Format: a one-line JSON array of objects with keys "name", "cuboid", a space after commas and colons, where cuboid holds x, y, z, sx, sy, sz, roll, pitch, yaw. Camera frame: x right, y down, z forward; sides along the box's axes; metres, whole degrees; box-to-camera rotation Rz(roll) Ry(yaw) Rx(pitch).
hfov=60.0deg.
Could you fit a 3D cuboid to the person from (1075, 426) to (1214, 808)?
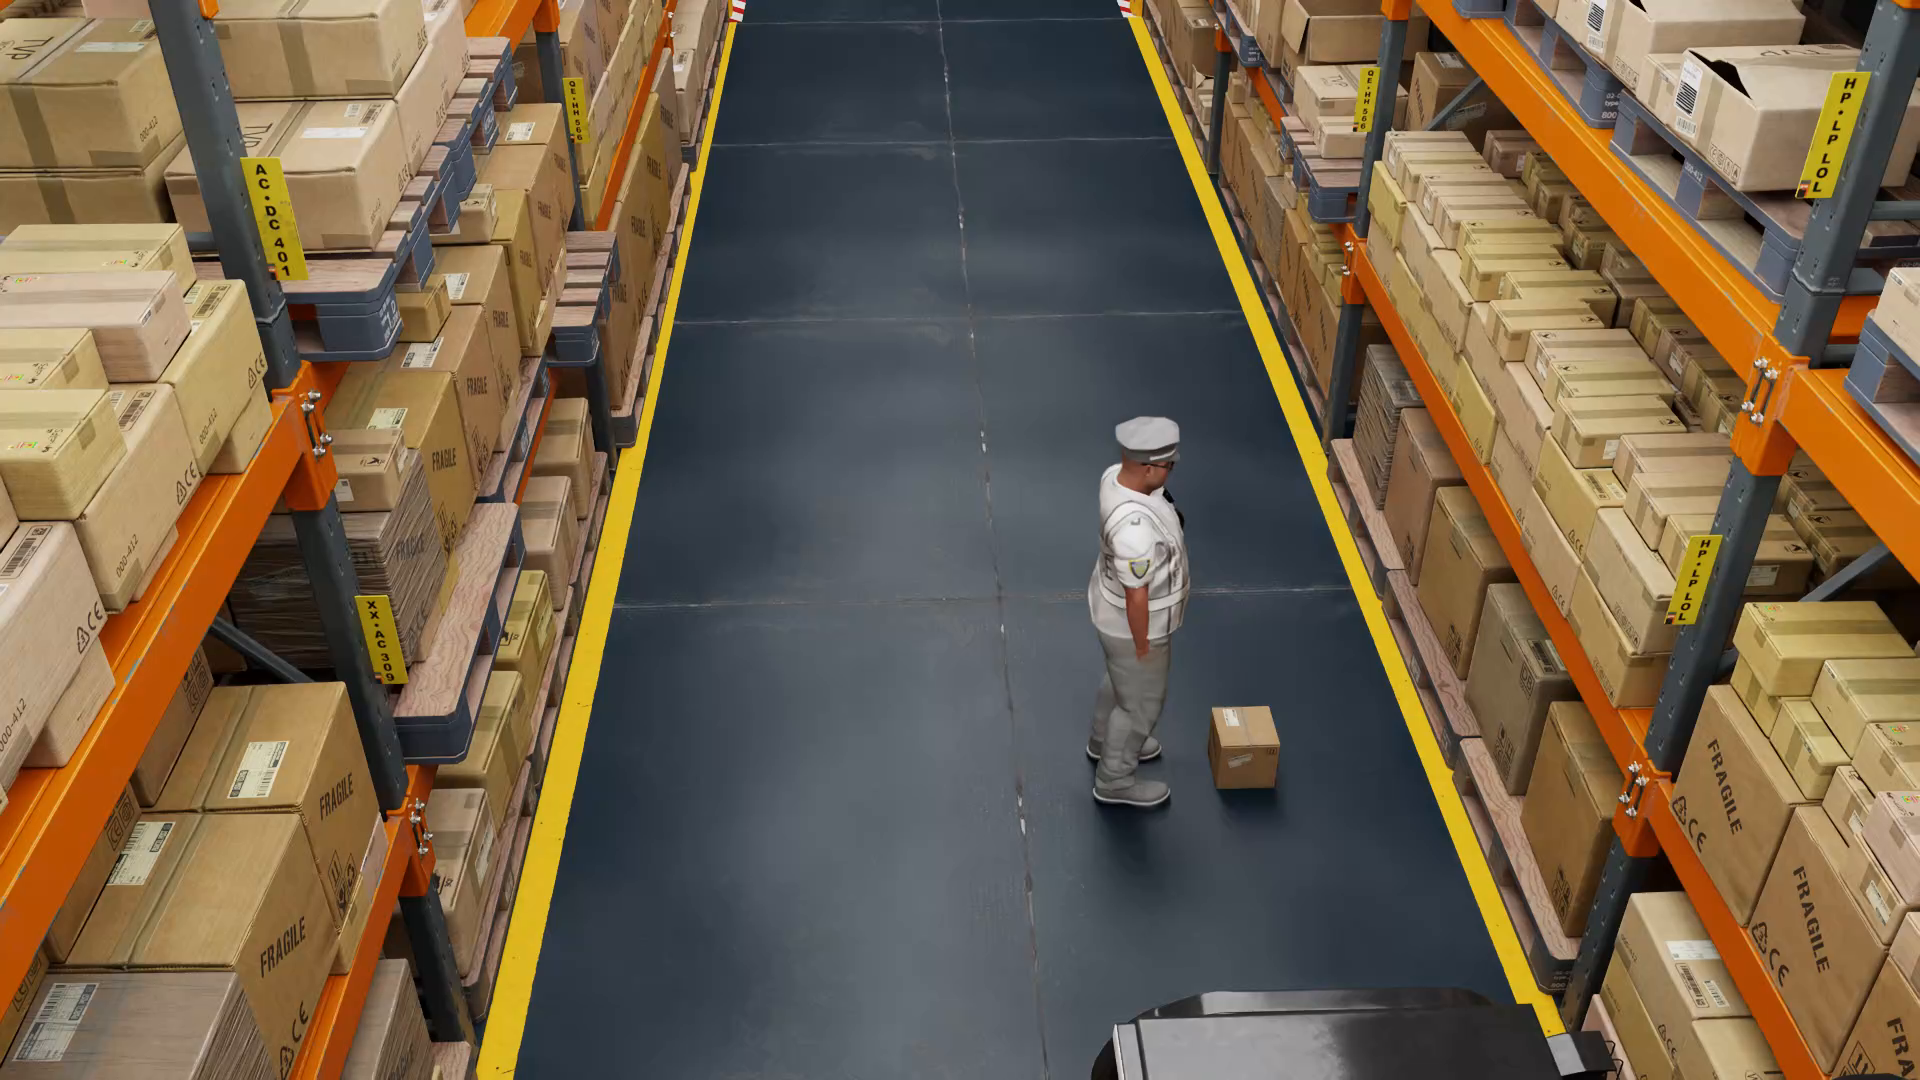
[{"name": "person", "cuboid": [0.719, 0.306, 6.758, 0.496, 1.701, 0.557, -1, 35, -1]}]
